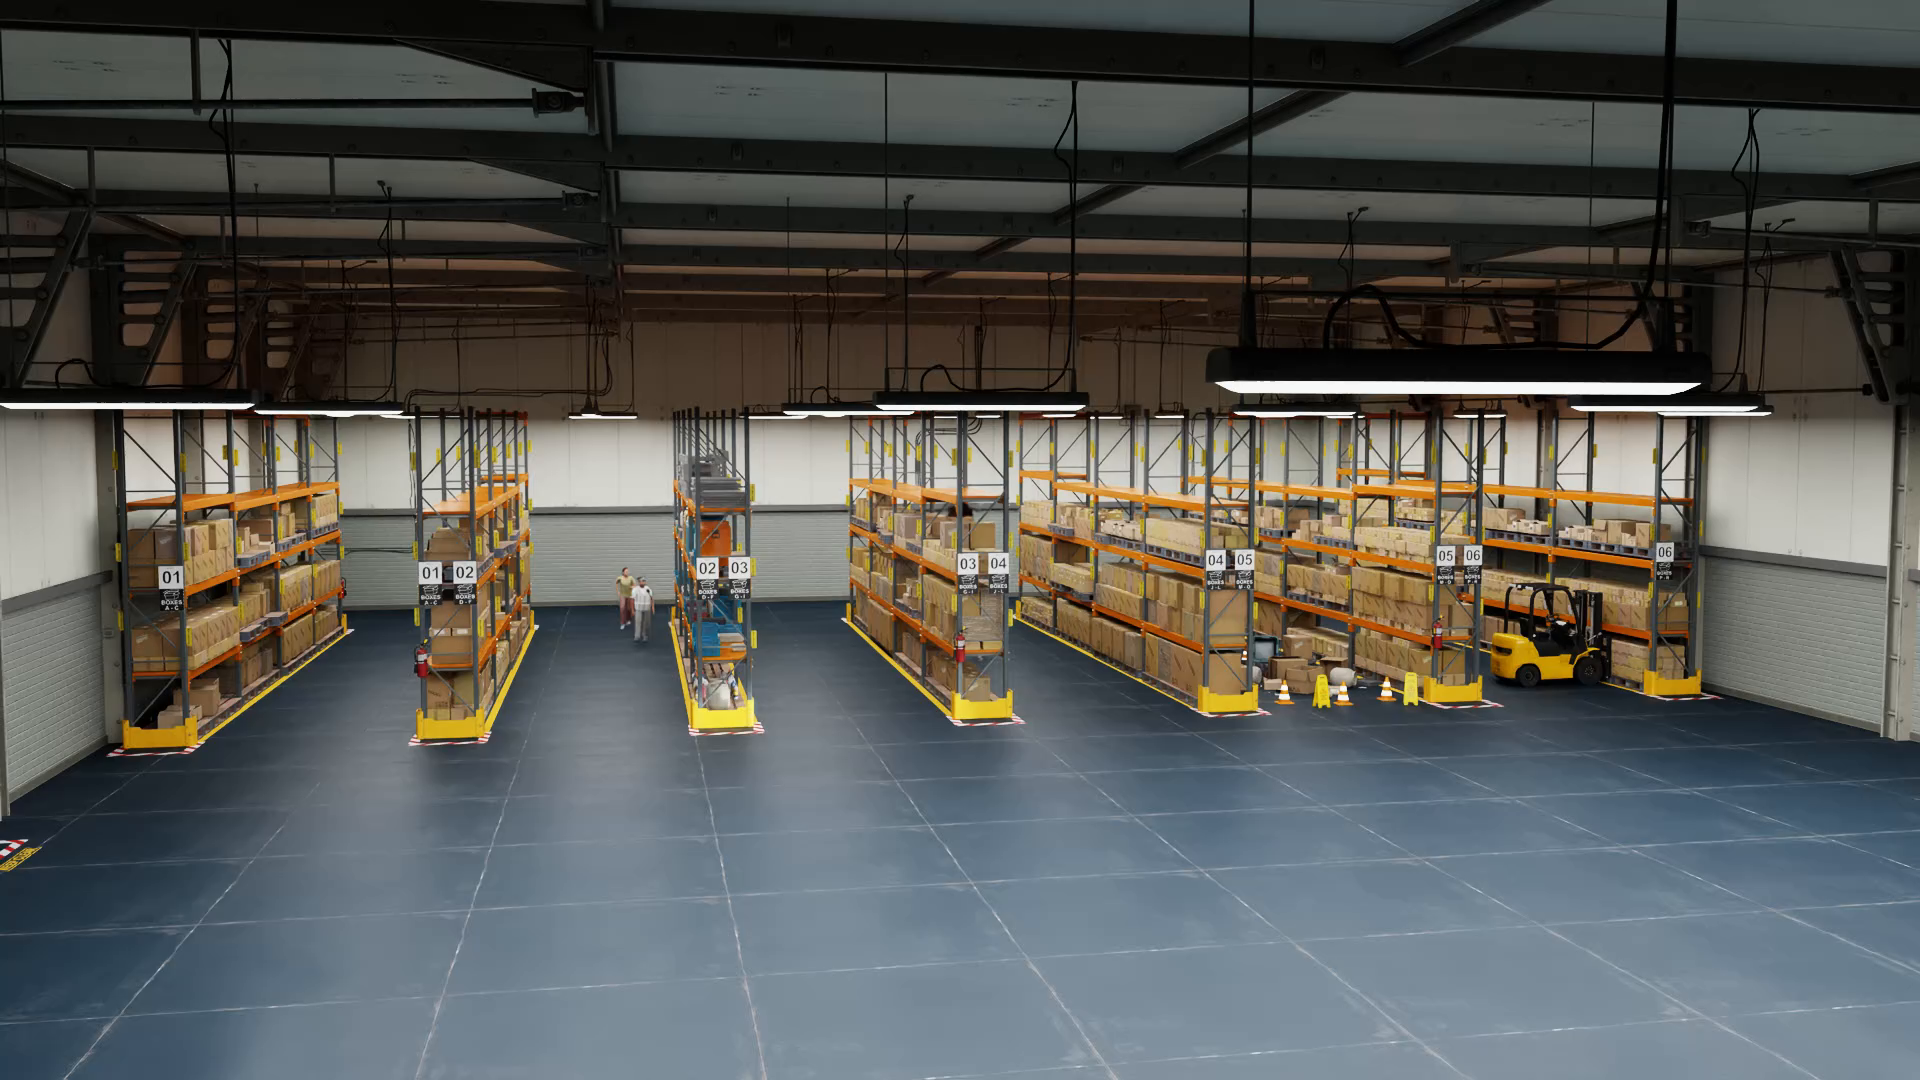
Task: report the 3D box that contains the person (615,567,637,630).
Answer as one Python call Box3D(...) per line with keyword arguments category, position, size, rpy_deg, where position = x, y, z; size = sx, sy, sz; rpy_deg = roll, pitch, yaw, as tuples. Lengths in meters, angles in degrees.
Box3D(category="person", position=(-9.293, 1.606, 46.271), size=(0.608, 1.707, 0.833), rpy_deg=(-1, 4, -9))

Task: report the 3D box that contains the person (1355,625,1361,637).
Box3D(category="person", position=(10.096, 1.843, 42.269), size=(0.446, 1.775, 0.661), rpy_deg=(1, 4, 18))

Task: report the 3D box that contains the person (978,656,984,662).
Box3D(category="person", position=(0.563, 2.037, 40.117), size=(0.636, 1.807, 0.876), rpy_deg=(-1, 4, -9))

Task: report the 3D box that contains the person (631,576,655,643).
Box3D(category="person", position=(-8.182, 1.788, 42.889), size=(0.606, 1.731, 0.970), rpy_deg=(-1, 4, -12))
